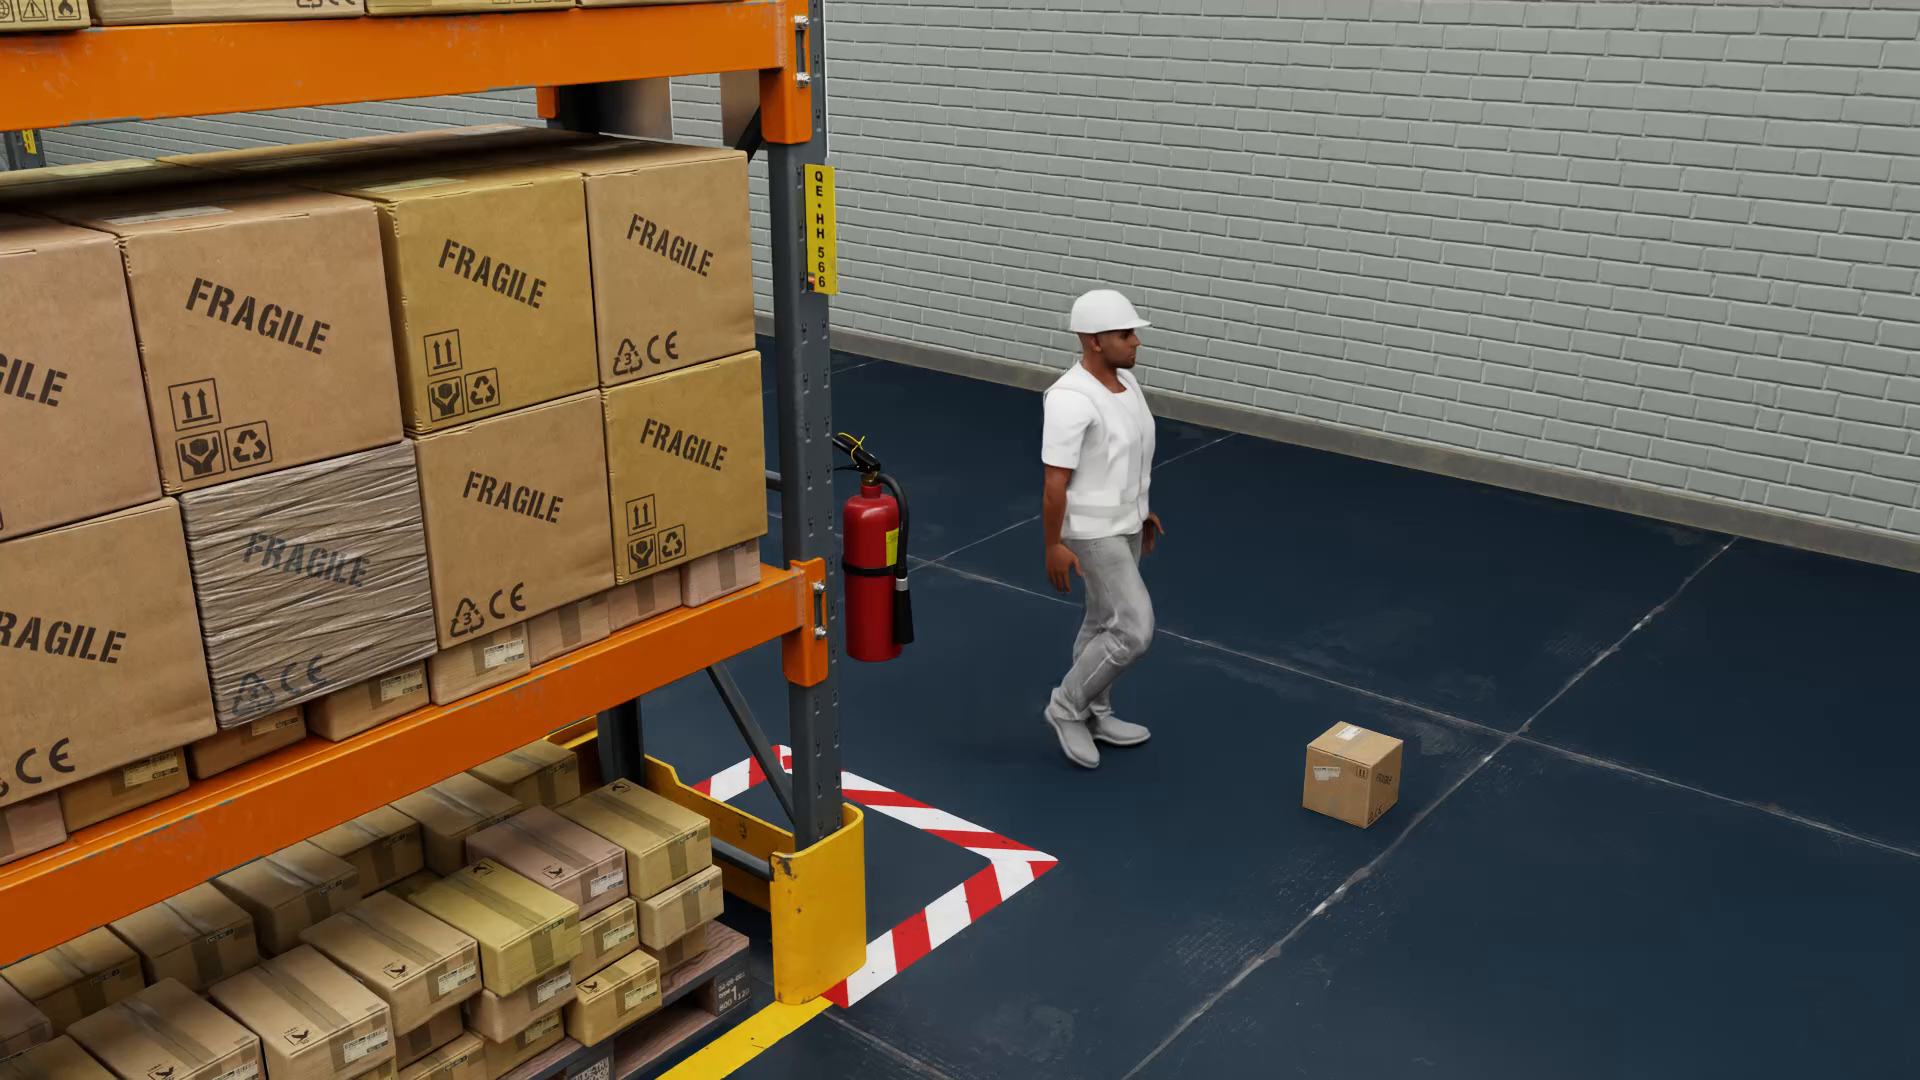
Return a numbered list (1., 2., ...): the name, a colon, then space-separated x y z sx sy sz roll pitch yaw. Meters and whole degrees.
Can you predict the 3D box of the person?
1. person: 0.566 -0.041 6.134 0.435 1.767 0.589 10 22 25
